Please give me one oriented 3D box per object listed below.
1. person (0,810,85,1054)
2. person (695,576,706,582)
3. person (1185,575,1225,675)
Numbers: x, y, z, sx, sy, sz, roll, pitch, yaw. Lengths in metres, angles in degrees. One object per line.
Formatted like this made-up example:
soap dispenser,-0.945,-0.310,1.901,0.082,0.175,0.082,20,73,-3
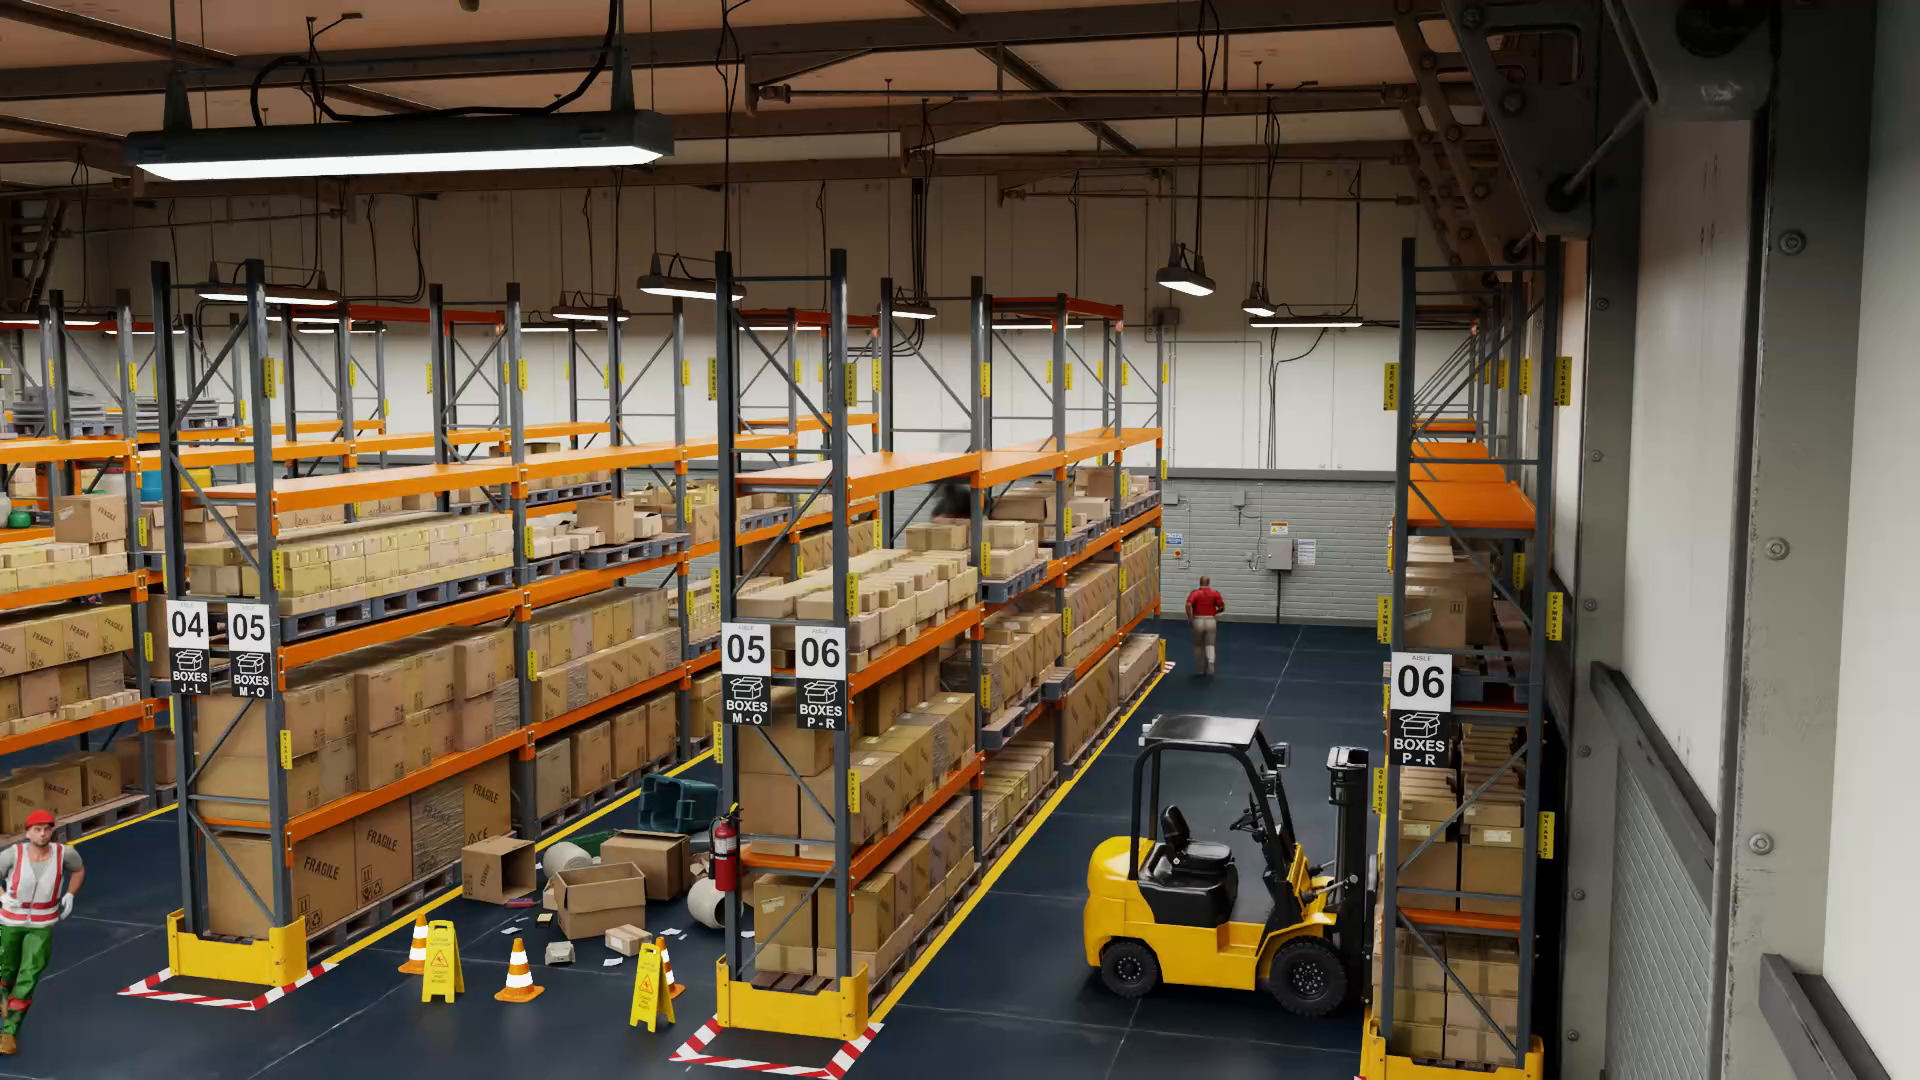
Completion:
person,-7.127,2.939,12.860,0.688,1.752,0.944,-4,7,-32
person,-4.320,1.422,27.766,0.548,1.672,0.747,2,6,19
person,4.023,1.424,27.398,0.658,1.710,0.938,0,6,3
